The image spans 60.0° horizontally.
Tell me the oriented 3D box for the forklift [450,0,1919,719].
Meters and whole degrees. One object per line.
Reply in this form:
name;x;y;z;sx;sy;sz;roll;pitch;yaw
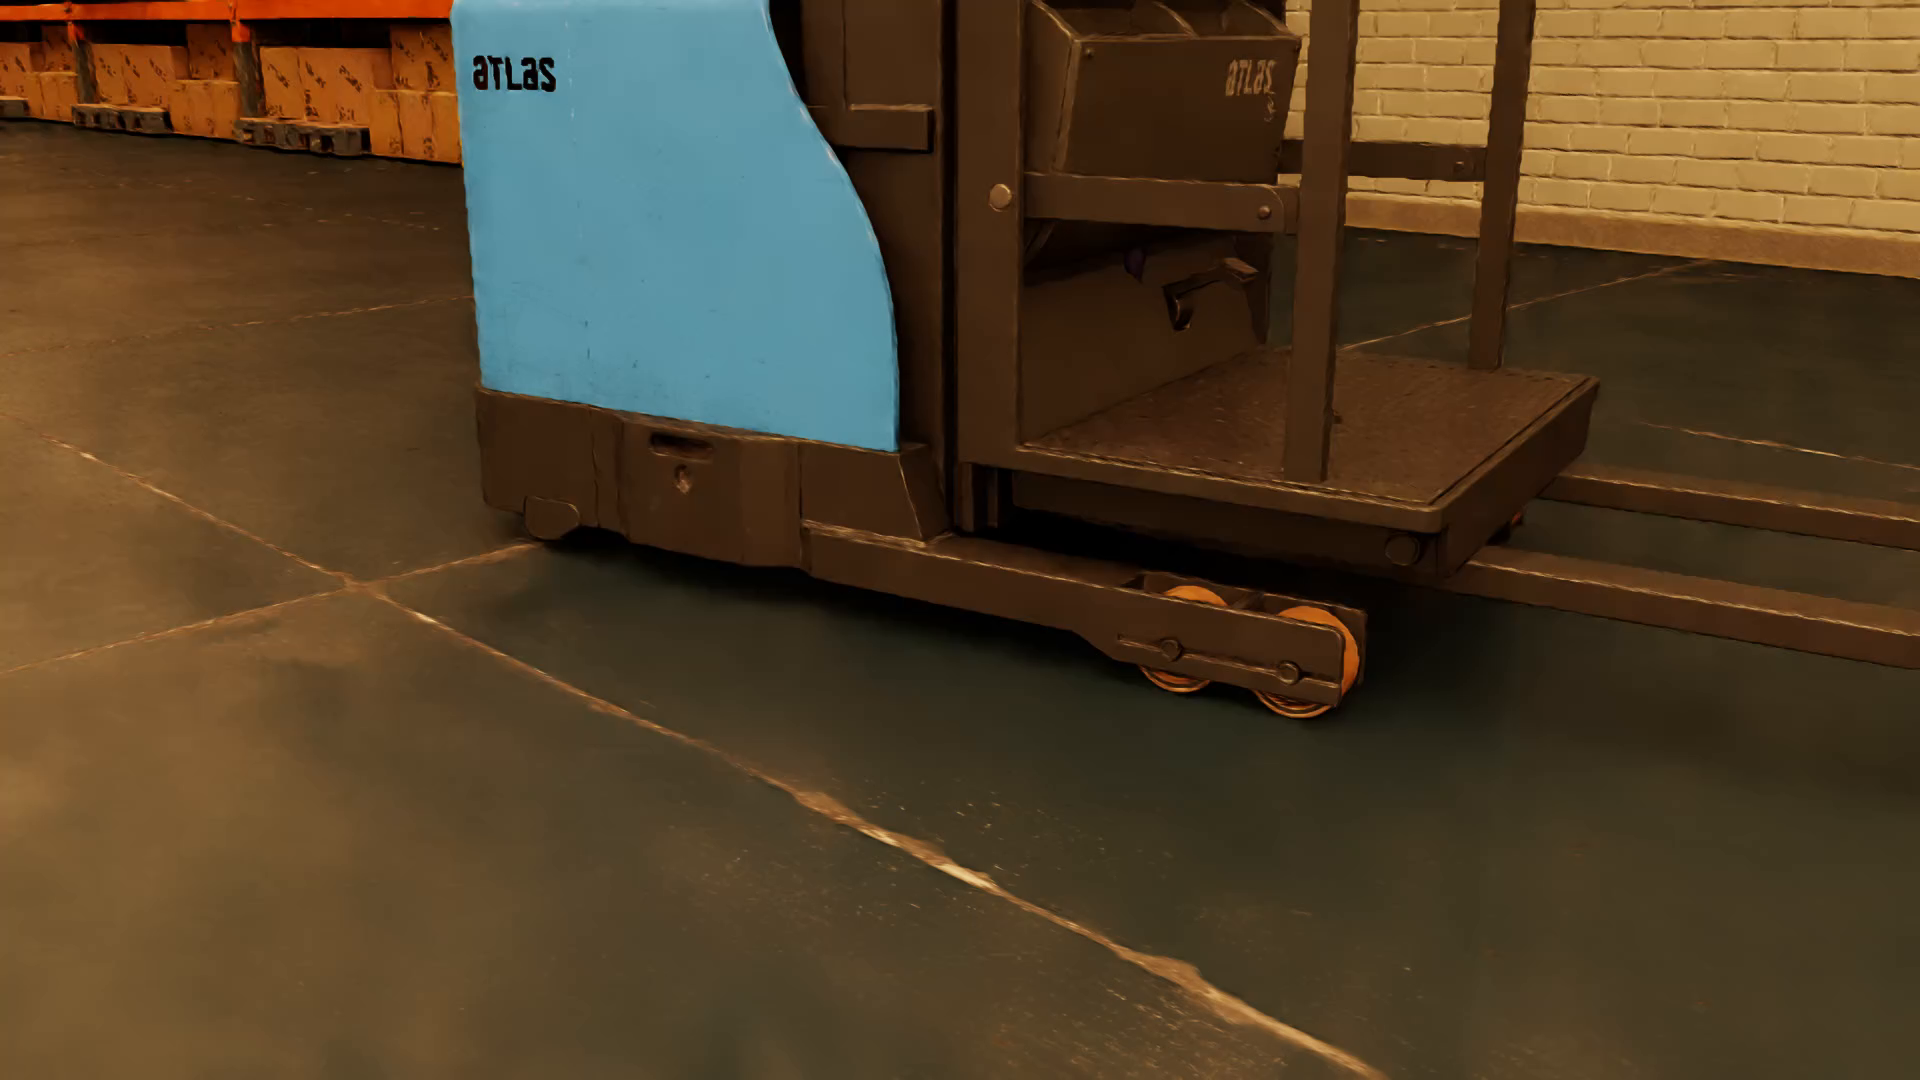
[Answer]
forklift;0.543;-1.309;2.665;3.031;2.935;1.130;10;20;30

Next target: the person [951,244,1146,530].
person;0.042;-0.772;3.079;0.524;1.646;0.601;16;23;42
